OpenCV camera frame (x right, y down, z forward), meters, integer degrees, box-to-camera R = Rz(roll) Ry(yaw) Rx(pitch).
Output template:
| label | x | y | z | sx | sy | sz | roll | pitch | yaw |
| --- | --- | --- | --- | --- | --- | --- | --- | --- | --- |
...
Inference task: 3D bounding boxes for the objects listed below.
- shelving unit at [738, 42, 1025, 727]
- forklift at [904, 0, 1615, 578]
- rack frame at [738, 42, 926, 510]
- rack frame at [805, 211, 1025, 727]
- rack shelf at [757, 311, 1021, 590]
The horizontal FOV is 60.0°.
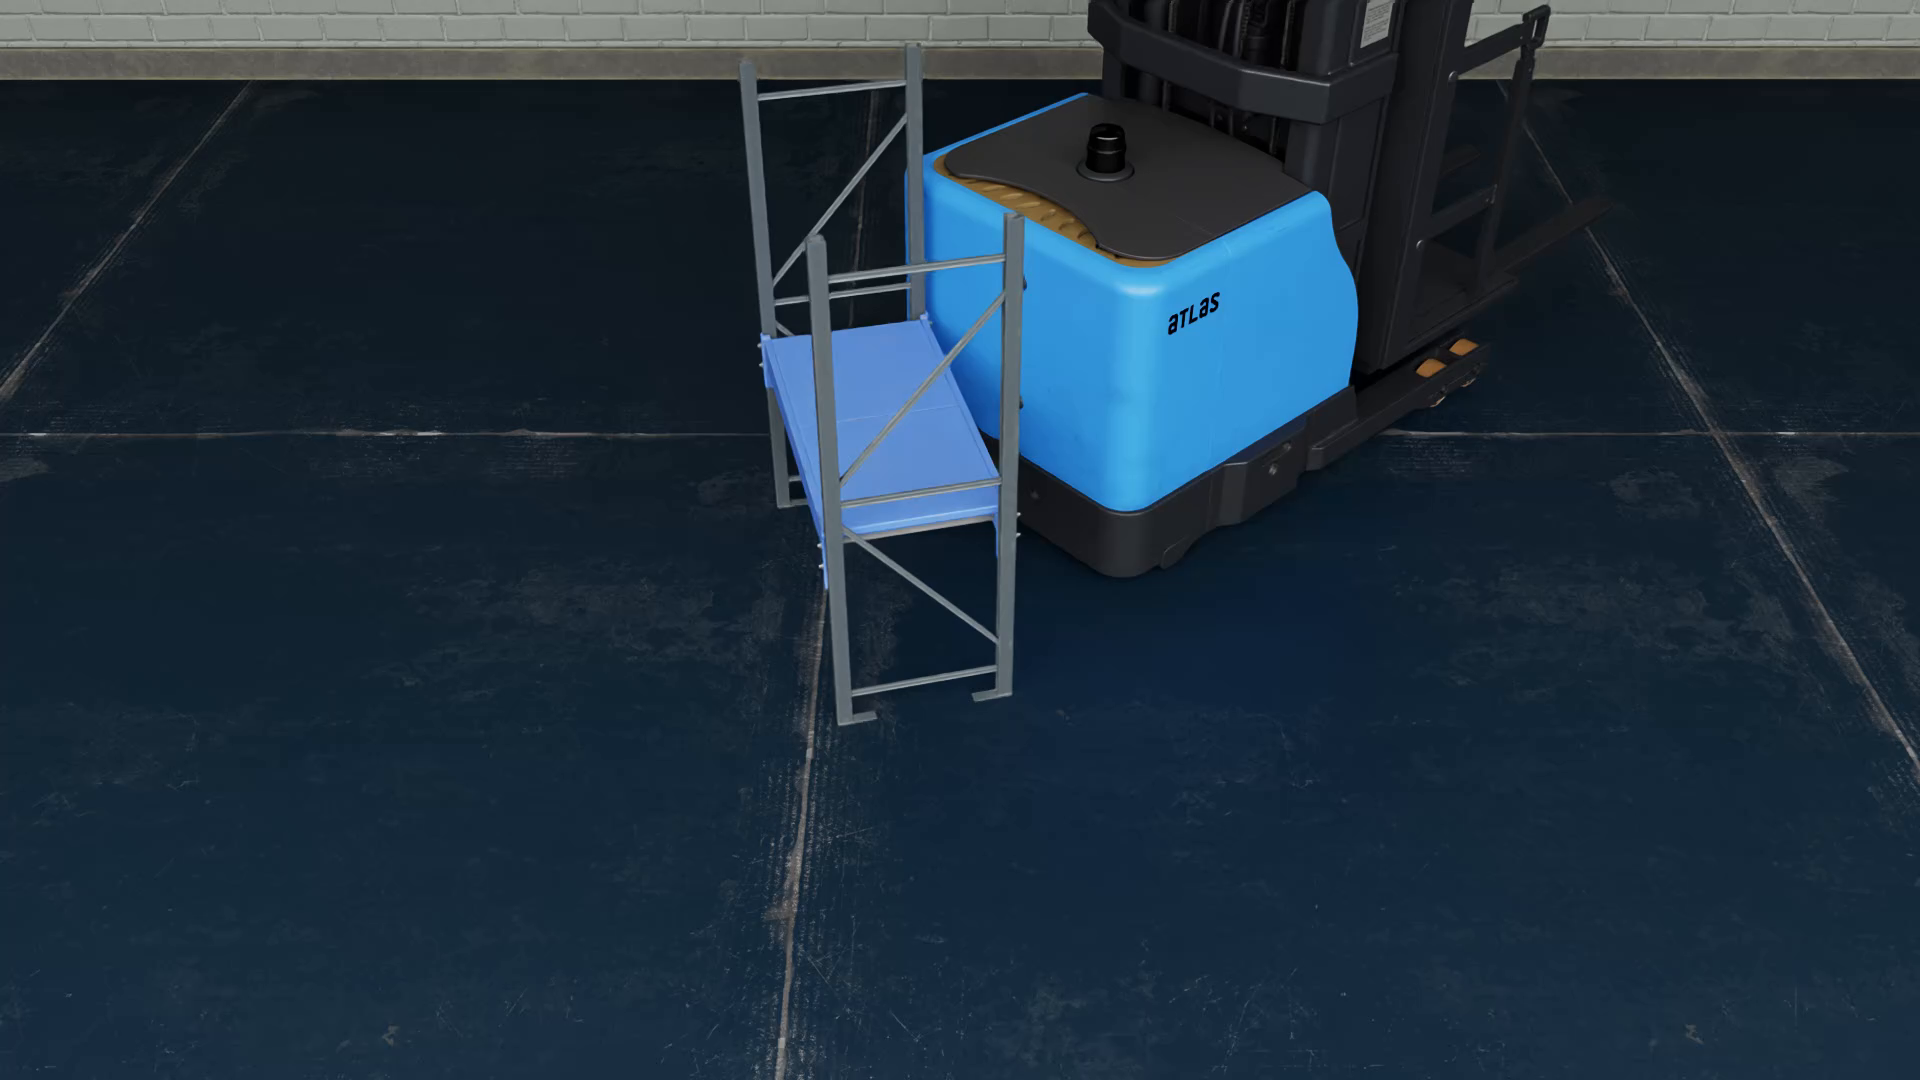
| label | x | y | z | sx | sy | sz | roll | pitch | yaw |
| --- | --- | --- | --- | --- | --- | --- | --- | --- | --- |
| shelving unit | -0.225 | -0.424 | 4.579 | 0.538 | 1.500 | 1.048 | -9 | 40 | -11 |
| forklift | 1.245 | -1.826 | 5.185 | 3.031 | 2.935 | 1.130 | -30 | 47 | -32 |
| rack frame | -0.351 | -0.732 | 4.964 | 0.500 | 1.500 | 0.032 | -9 | 40 | -11 |
| rack frame | -0.099 | -0.116 | 4.195 | 0.500 | 1.500 | 0.032 | -9 | 40 | -11 |
| rack shelf | -0.225 | -0.283 | 4.692 | 0.538 | 0.185 | 1.000 | -9 | 40 | -11 |
